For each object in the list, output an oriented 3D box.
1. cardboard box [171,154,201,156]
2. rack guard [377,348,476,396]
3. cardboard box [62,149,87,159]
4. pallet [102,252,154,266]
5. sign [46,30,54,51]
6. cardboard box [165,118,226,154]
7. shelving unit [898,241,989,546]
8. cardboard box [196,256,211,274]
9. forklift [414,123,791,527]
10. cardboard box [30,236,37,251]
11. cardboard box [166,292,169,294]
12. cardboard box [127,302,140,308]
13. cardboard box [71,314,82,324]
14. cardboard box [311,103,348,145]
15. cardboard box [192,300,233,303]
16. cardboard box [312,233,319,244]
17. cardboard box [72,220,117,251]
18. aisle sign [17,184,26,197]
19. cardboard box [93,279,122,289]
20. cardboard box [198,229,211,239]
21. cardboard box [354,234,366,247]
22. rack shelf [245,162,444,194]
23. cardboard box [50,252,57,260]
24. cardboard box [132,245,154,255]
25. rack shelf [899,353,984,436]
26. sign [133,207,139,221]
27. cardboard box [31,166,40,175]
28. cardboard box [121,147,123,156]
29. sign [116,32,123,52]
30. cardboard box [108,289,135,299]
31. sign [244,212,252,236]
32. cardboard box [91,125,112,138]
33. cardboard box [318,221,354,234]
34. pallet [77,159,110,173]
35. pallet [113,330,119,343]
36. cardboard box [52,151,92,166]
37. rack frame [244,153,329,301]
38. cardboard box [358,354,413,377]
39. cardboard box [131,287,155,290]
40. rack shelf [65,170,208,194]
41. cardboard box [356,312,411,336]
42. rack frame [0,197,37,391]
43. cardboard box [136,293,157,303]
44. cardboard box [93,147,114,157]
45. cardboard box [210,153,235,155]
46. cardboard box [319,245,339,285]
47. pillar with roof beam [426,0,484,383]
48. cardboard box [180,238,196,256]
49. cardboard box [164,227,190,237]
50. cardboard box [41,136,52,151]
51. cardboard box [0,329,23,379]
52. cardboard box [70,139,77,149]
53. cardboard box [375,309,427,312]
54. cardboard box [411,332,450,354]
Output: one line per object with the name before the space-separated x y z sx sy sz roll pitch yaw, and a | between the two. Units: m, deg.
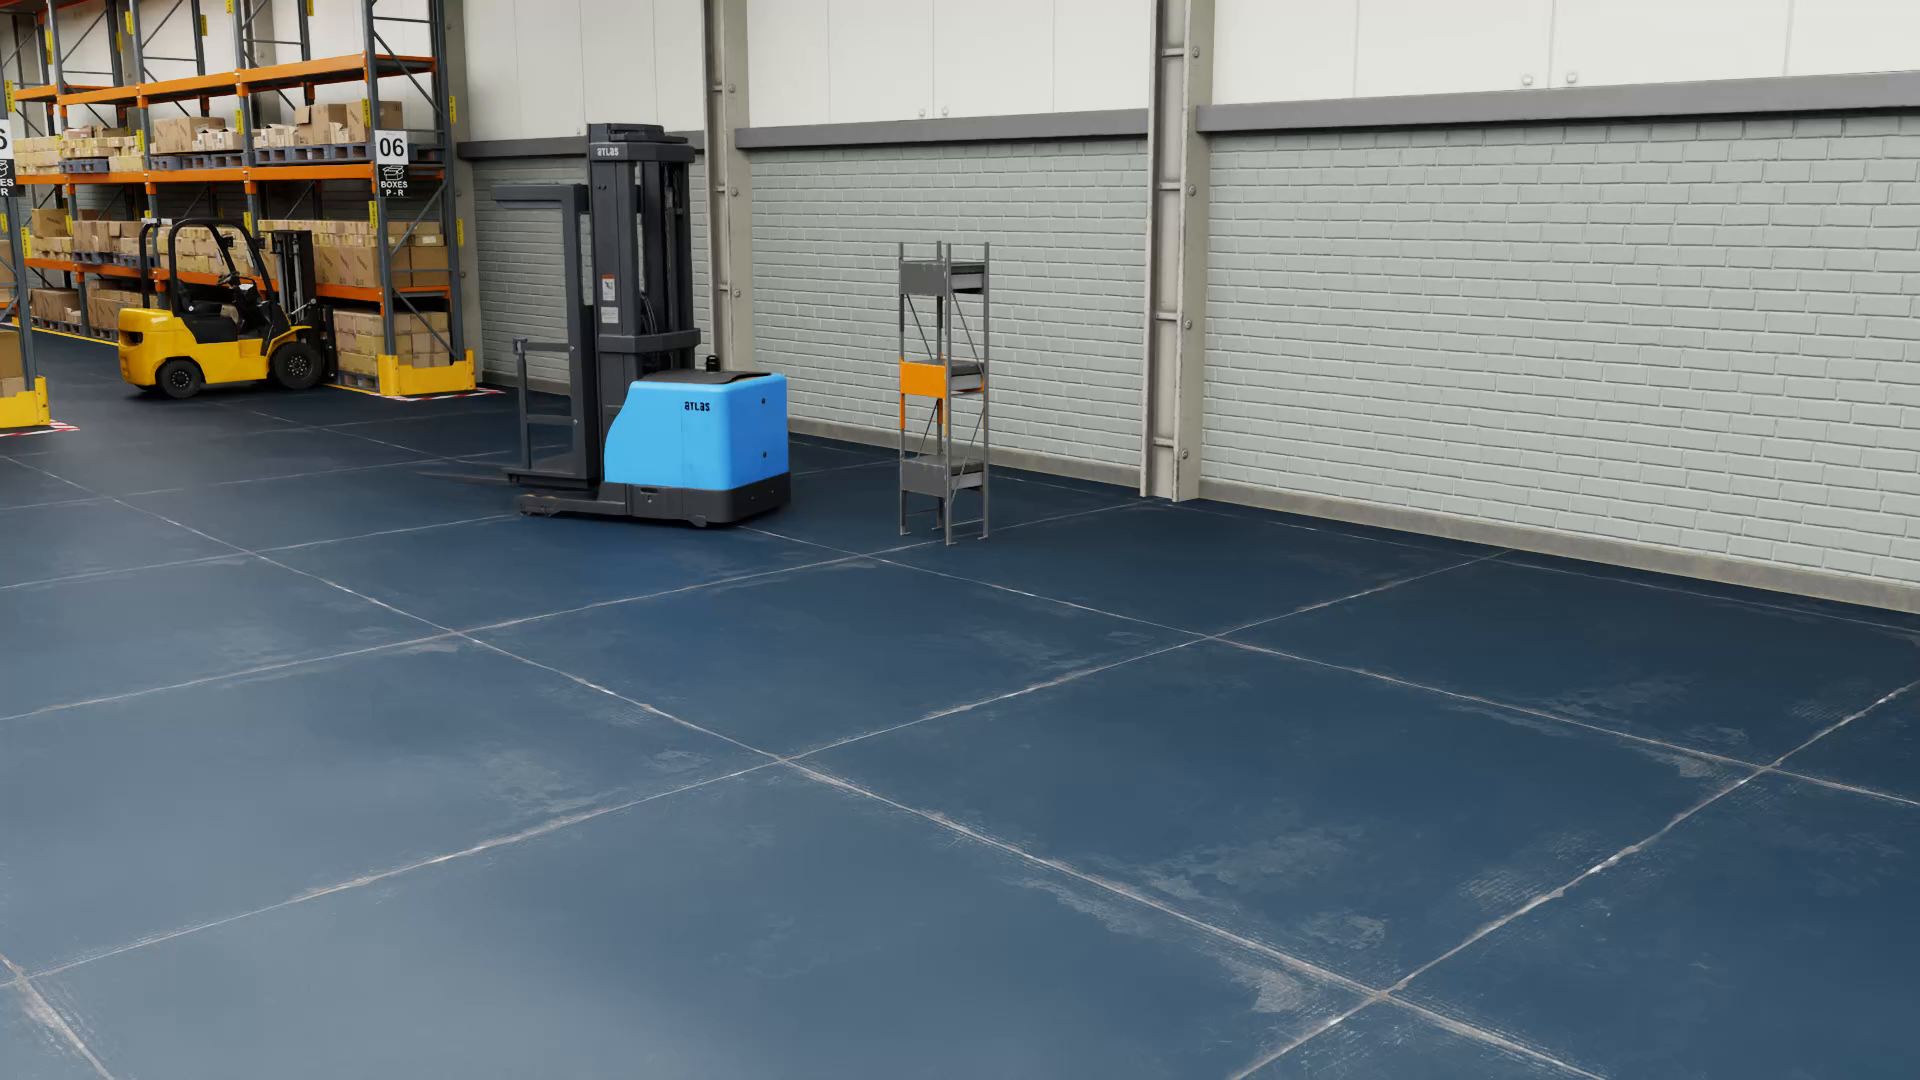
cardboard box | -12.338 -6.195 26.499 0.380 0.149 0.250 -11 16 -42
rack guard | -6.718 -2.123 20.975 1.175 0.500 0.348 -11 16 -43
cardboard box | -15.103 -6.603 28.430 0.380 0.149 0.250 -11 16 -42
pallet | -13.605 -4.707 27.801 1.003 0.211 1.213 -11 16 -43
sign | -15.426 -8.463 28.179 0.100 0.325 0.005 -11 16 -43
cardboard box | -11.514 -6.091 25.074 0.700 0.500 0.500 -11 16 -44
shelving unit | -0.114 -1.053 11.817 0.431 2.100 0.503 -11 16 -43
cardboard box | -11.068 -4.121 24.854 0.500 0.250 0.500 -10 15 -41
forklift | -2.889 -1.700 12.899 3.031 2.935 1.130 5 13 22
cardboard box | -16.964 -5.507 30.841 0.500 0.250 0.500 -11 16 -44
cardboard box | -13.123 -4.088 27.867 0.380 0.149 0.250 -11 16 -44
cardboard box | -13.408 -3.682 27.501 0.500 0.500 0.500 -10 15 -40
cardboard box | -15.618 -3.951 29.682 0.250 0.149 0.380 11 16 43
cardboard box | -7.851 -5.317 21.316 0.700 0.500 0.500 -11 16 -42
cardboard box | -11.381 -3.373 25.695 0.875 0.625 0.625 -10 15 -41
cardboard box | -8.413 -3.989 21.985 0.380 0.149 0.250 -11 16 -44
cardboard box | -14.849 -5.255 28.694 0.700 0.500 0.500 -10 16 -41
aisle sign | -18.043 -6.928 31.661 0.394 0.787 0.004 -11 16 -43
cardboard box | -14.752 -4.426 28.769 0.250 0.149 0.380 11 16 42
cardboard box | -11.036 -4.530 24.610 0.250 0.149 0.380 11 16 44
cardboard box | -7.374 -3.762 20.881 0.380 0.149 0.250 -11 16 -42
rack shelf | -8.115 -4.759 21.926 1.077 0.370 4.000 -11 16 -43
cardboard box | -16.175 -5.135 30.024 0.380 0.149 0.250 -11 16 -43
cardboard box | -12.990 -4.643 26.596 0.380 0.149 0.250 -11 16 -42
rack shelf | -0.114 -1.039 11.820 0.431 0.518 0.480 -11 16 -43
sign | -14.622 -5.747 29.501 0.100 0.325 0.005 -11 16 -43
cardboard box | -16.568 -6.680 30.088 0.380 0.149 0.250 -10 16 -41
cardboard box | -13.345 -6.283 26.924 0.380 0.149 0.250 -11 16 -42
sign | -14.624 -8.653 28.904 0.100 0.325 0.005 -11 16 -43
cardboard box | -14.334 -4.208 28.448 0.380 0.149 0.250 -11 16 -44
sign | -9.882 -4.385 23.091 0.100 0.325 0.005 -11 16 -43
cardboard box | -14.760 -7.016 28.668 0.396 0.266 0.258 -11 16 -43
cardboard box | -8.088 -4.058 21.582 0.380 0.149 0.250 -10 16 -41
pallet | -13.903 -6.223 27.715 1.213 0.211 1.003 -11 16 -43
pallet | -13.585 -3.444 28.107 1.003 0.211 1.213 -11 16 -43
cardboard box | -15.536 -6.679 29.095 0.500 0.250 0.500 -11 16 -42
rack frame | -9.497 -3.934 23.573 1.000 3.000 0.127 -11 16 -43
cardboard box | -7.287 -2.234 21.094 0.500 0.250 0.500 -11 16 -42
cardboard box | -14.199 -4.315 28.970 0.380 0.149 0.250 -11 16 -42
rack shelf | -13.640 -5.927 27.593 1.077 0.370 4.000 -11 16 -43
cardboard box | -7.278 -2.723 20.989 0.500 0.250 0.500 -10 15 -41
rack frame | -10.322 -2.658 17.380 1.000 3.000 0.127 -11 16 -43
cardboard box | -13.293 -3.979 27.336 0.380 0.149 0.250 -10 15 -41
cardboard box | -14.022 -6.383 27.358 0.380 0.149 0.250 -10 16 -41
cardboard box | -11.573 -6.098 25.727 0.500 0.250 0.500 -11 16 -43
cardboard box | -7.970 -3.586 21.637 0.500 0.500 0.500 -11 16 -44
pillar with roof beam | -9.677 -5.916 18.325 9.100 9.000 0.400 -11 16 -43
cardboard box | -11.436 -4.438 25.153 0.500 0.250 0.500 11 16 44
cardboard box | -12.067 -4.758 25.718 0.380 0.149 0.250 -10 16 -41
cardboard box | -15.901 -7.001 29.420 0.500 0.250 0.500 -11 16 -43
cardboard box | -10.695 -2.044 18.314 0.500 0.500 0.500 11 16 43
cardboard box | -14.752 -6.671 28.023 0.380 0.149 0.250 -11 16 -44
cardboard box | -7.277 -2.868 21.694 0.500 0.250 0.500 -11 16 -42
cardboard box | -6.909 -2.552 21.398 0.500 0.250 0.500 -11 16 -42
